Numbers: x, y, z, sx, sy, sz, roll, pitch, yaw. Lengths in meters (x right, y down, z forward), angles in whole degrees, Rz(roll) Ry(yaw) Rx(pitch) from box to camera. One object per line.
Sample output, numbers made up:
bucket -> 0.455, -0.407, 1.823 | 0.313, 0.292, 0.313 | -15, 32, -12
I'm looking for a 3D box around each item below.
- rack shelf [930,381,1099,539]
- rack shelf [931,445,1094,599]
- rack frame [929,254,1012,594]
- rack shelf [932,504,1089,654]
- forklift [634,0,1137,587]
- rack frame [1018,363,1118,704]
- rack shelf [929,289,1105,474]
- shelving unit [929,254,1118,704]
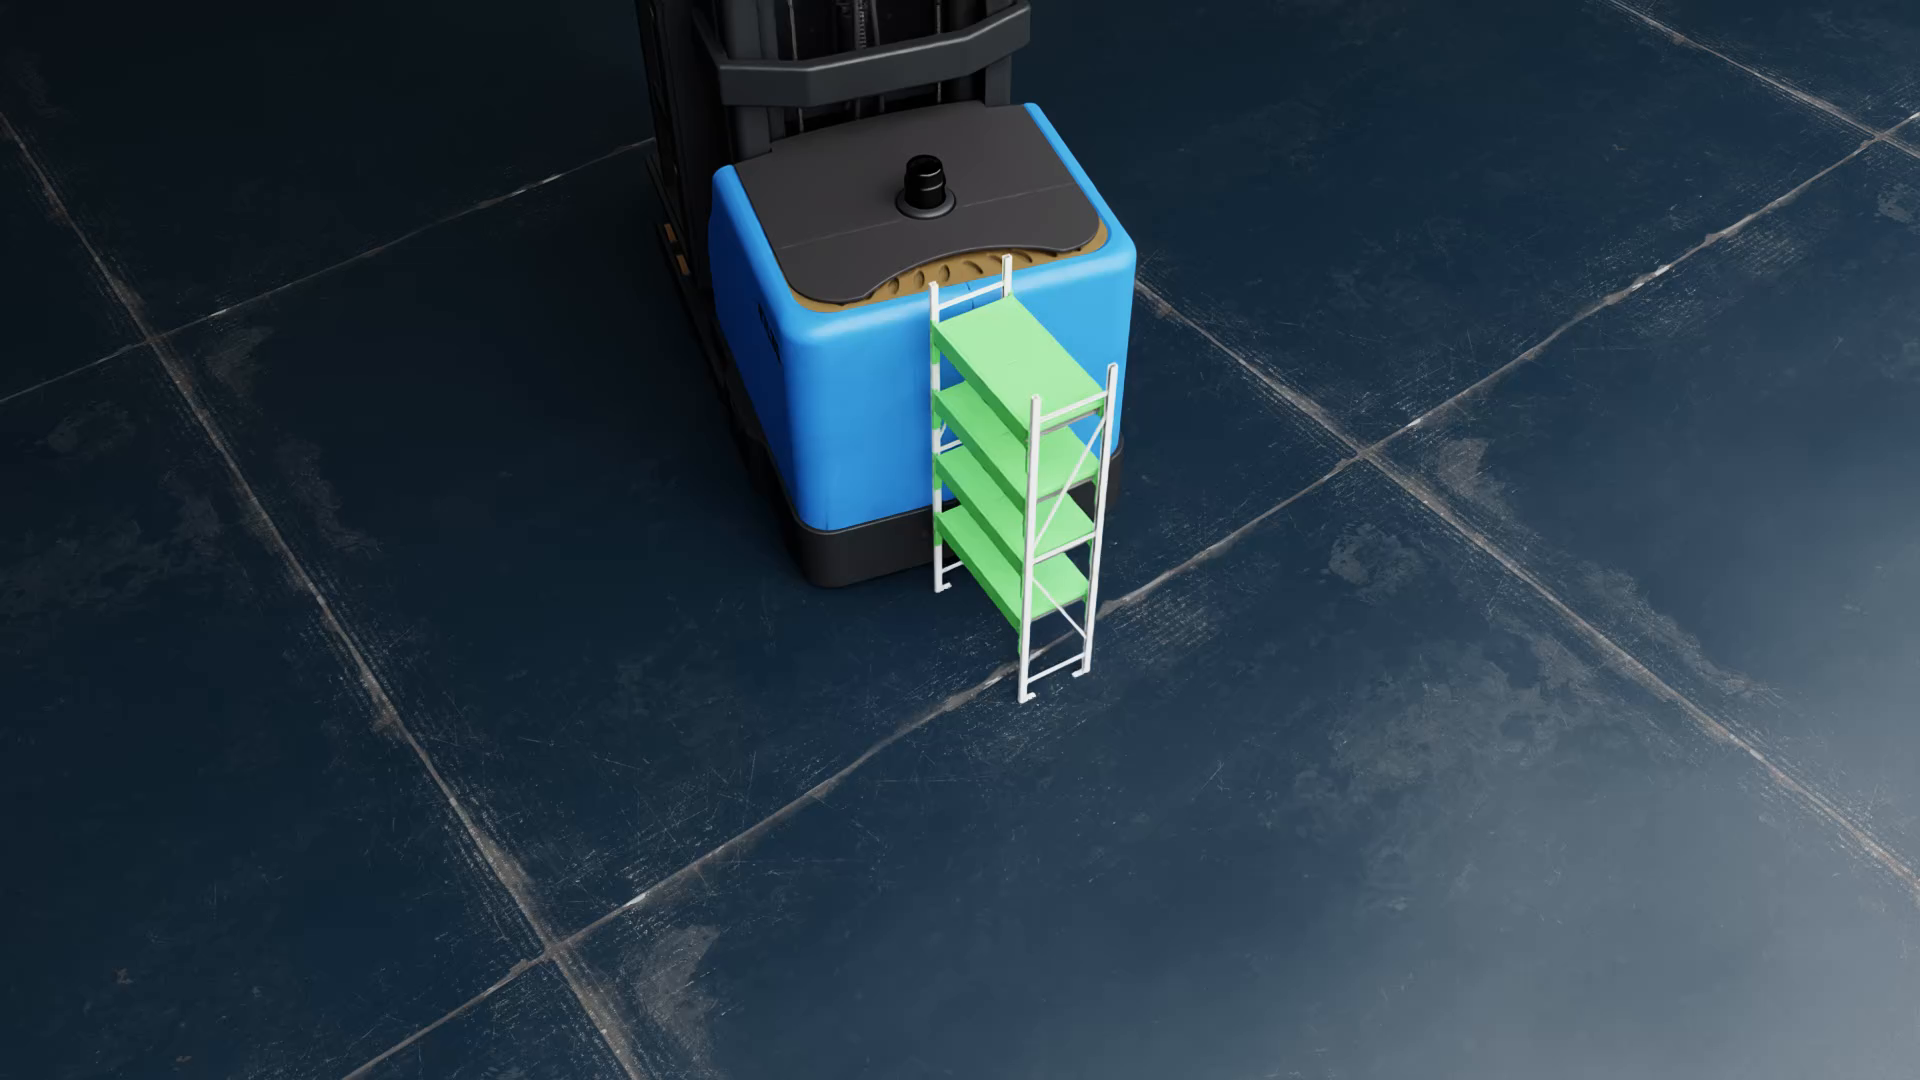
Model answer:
rack shelf -> 0.151, -0.251, 4.430 | 0.258, 0.148, 0.480 | -24, 52, -20
rack shelf -> 0.151, -0.090, 4.608 | 0.258, 0.148, 0.480 | -24, 52, -20
rack frame -> 0.027, -0.289, 4.702 | 0.240, 1.200, 0.015 | -24, 52, -20
rack shelf -> 0.151, 0.071, 4.786 | 0.258, 0.148, 0.480 | -24, 52, -20
forklift -> -0.479, -1.957, 5.046 | 1.130, 2.935, 3.031 | -15, 50, -13
rack frame -> 0.275, 0.023, 4.419 | 0.240, 1.200, 0.015 | -24, 52, -20
rack shelf -> 0.151, -0.412, 4.252 | 0.258, 0.148, 0.480 | -24, 52, -20
shelving unit -> 0.151, -0.133, 4.560 | 0.258, 1.200, 0.503 | -24, 52, -20
